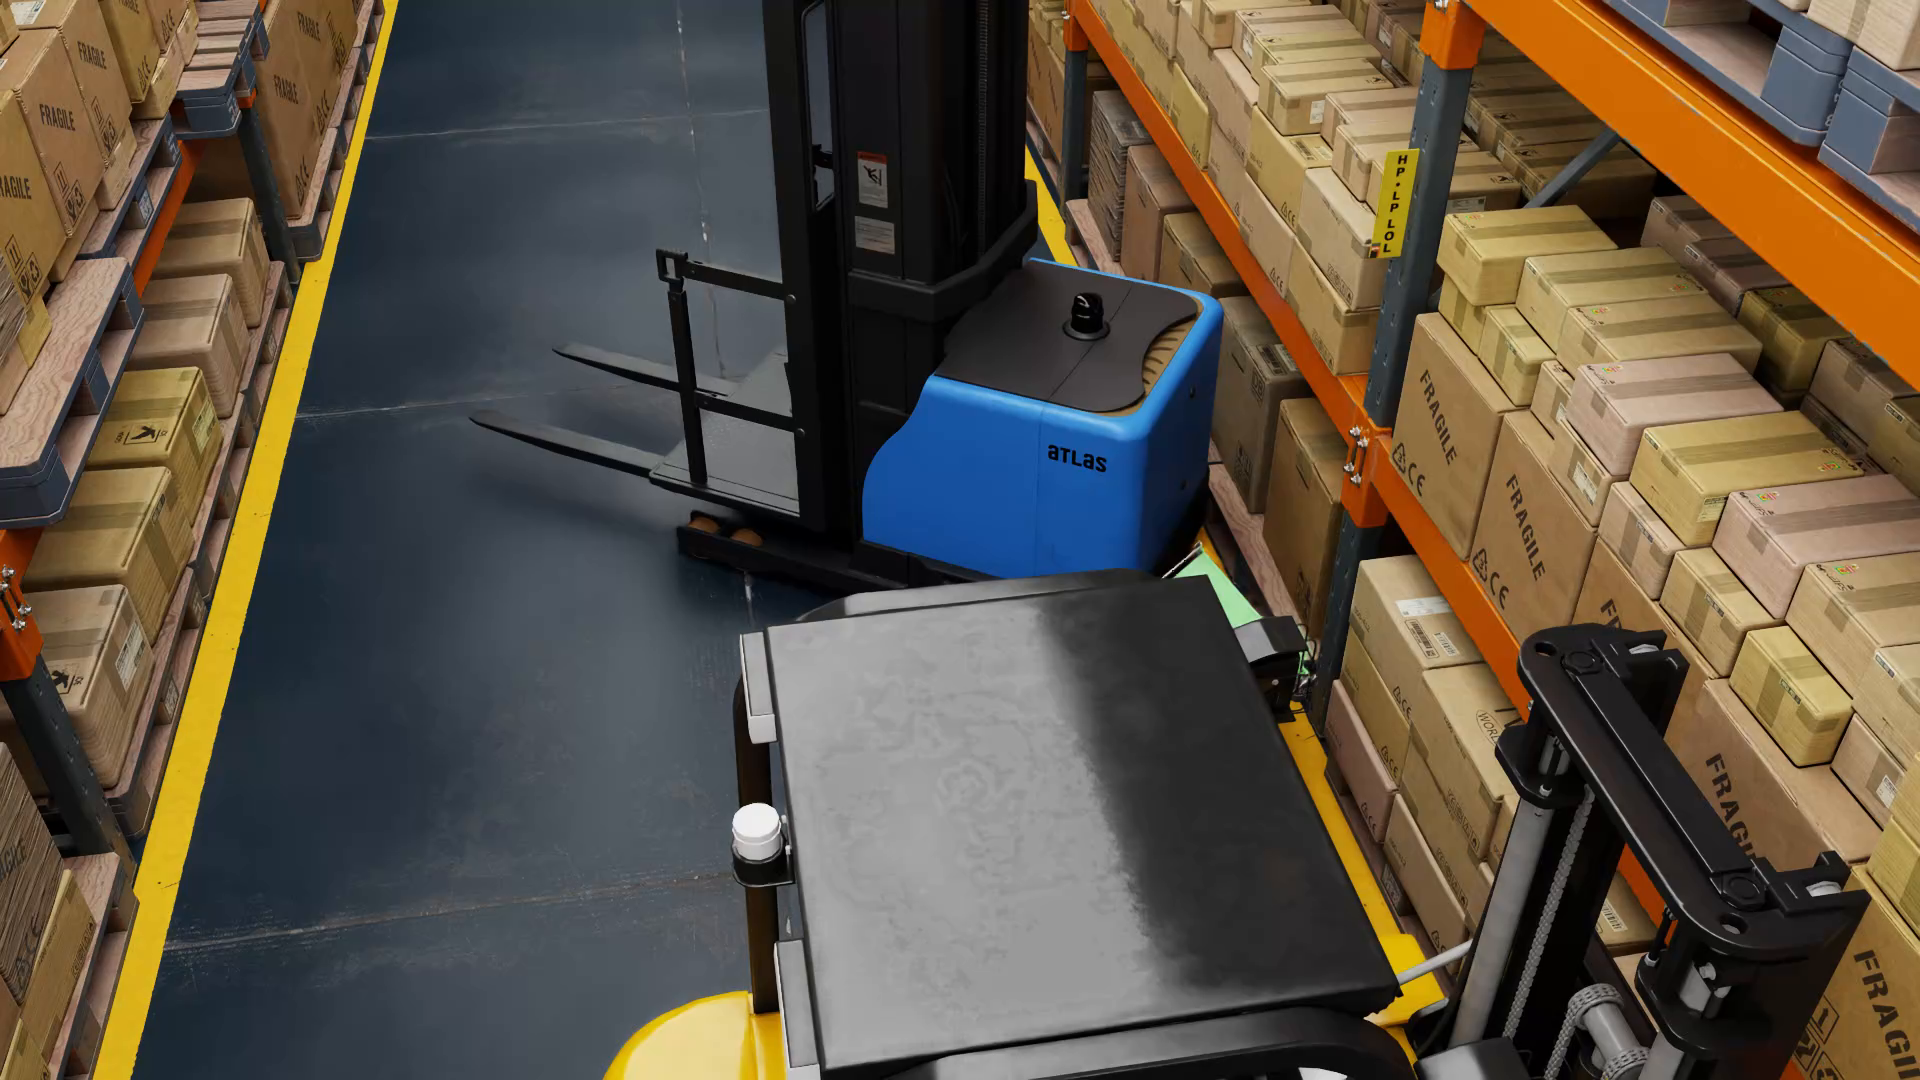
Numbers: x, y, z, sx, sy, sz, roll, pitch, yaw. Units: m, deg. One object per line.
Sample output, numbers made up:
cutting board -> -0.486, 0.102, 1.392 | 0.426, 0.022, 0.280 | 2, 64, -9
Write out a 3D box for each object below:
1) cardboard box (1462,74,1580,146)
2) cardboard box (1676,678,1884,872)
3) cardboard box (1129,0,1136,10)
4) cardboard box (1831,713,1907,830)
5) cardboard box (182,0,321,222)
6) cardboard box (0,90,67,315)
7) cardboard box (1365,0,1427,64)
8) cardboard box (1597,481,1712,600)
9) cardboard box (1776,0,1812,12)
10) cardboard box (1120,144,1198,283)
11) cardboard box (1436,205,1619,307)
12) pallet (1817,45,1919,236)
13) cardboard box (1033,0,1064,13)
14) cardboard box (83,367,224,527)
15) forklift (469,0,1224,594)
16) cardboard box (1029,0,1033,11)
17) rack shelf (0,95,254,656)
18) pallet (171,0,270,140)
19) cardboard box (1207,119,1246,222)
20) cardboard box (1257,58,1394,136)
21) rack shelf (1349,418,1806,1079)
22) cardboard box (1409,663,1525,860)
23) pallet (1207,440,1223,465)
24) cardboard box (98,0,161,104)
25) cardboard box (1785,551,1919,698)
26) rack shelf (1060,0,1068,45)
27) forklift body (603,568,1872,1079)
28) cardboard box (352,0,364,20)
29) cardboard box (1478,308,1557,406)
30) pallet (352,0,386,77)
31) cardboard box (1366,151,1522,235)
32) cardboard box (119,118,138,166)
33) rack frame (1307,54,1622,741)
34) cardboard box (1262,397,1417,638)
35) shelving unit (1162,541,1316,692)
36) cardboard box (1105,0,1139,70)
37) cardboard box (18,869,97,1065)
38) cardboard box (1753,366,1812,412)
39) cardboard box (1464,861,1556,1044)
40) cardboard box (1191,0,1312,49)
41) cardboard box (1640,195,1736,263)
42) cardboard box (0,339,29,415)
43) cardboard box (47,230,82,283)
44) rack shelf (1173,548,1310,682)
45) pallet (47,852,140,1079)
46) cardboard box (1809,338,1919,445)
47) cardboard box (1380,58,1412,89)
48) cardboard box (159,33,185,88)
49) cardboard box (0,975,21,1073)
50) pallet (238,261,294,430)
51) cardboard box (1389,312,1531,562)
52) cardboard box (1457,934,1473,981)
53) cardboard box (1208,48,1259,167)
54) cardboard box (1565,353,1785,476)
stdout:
cardboard box -> 1.854, -1.421, 5.524 | 0.380, 0.149, 0.250 | -6, 38, -8
cardboard box -> 1.828, 0.610, 3.438 | 0.500, 0.500, 0.500 | -6, 38, -8
cardboard box -> 0.965, -2.528, 7.274 | 0.500, 0.250, 0.500 | -5, 38, -7
cardboard box -> 1.903, 0.437, 3.132 | 0.380, 0.149, 0.250 | -6, 38, -8
cardboard box -> -3.884, -2.204, 8.531 | 0.875, 0.875, 0.875 | -7, 38, -8
cardboard box -> -3.032, -0.974, 4.893 | 0.500, 0.500, 0.500 | -6, 38, -8
cardboard box -> 1.721, -1.878, 6.112 | 0.380, 0.149, 0.250 | -7, 38, -8
cardboard box -> 1.674, -0.020, 3.720 | 0.380, 0.149, 0.250 | -7, 38, -8
cardboard box -> 1.657, -1.094, 3.049 | 0.380, 0.149, 0.250 | -5, 38, -7
cardboard box -> 1.260, -1.443, 7.756 | 0.875, 0.625, 0.625 | -5, 38, -6
cardboard box -> 1.507, -0.760, 4.430 | 0.380, 0.149, 0.250 | -5, 38, -7
pallet -> 2.128, -0.473, 2.541 | 1.003, 0.211, 1.213 | -6, 38, -8
cardboard box -> 0.624, -3.018, 9.357 | 0.380, 0.149, 0.250 | -7, 38, -9
cardboard box -> -3.491, -0.333, 6.534 | 0.950, 0.372, 0.625 | -5, 38, -6
forklift -> -0.570, -1.313, 6.051 | 3.031, 2.935, 1.130 | 15, 40, 19
cardboard box -> 0.584, -3.017, 9.884 | 0.500, 0.500, 0.500 | -5, 38, -6
rack shelf -> -3.494, -0.959, 6.126 | 1.077, 0.370, 4.000 | -6, 38, -8
pallet -> -3.615, -1.956, 6.979 | 1.213, 0.211, 1.003 | -6, 38, -8
cardboard box -> 1.246, -1.394, 6.222 | 0.500, 0.250, 0.500 | -6, 38, -8
cardboard box -> 1.233, -1.501, 5.627 | 0.380, 0.149, 0.250 | -7, 38, -9
rack shelf -> 2.093, 0.921, 3.706 | 1.077, 0.370, 4.000 | -6, 38, -8
cardboard box -> 1.598, 0.590, 4.630 | 0.500, 0.250, 0.500 | -6, 38, -8
pallet -> 1.358, -0.649, 7.414 | 1.003, 0.211, 1.213 | -6, 38, -8
cardboard box -> -3.300, -1.913, 6.102 | 0.500, 0.500, 0.500 | -9, 39, -11
cardboard box -> 1.872, 0.158, 3.248 | 0.380, 0.149, 0.250 | -6, 38, -8
rack shelf -> 0.691, -3.911, 9.926 | 1.077, 0.370, 4.000 | -6, 38, -8
forklift body -> 0.315, 1.231, 3.412 | 2.313, 2.155, 1.214 | -6, 38, -8
cardboard box -> -4.358, -3.828, 10.622 | 0.875, 0.875, 0.875 | -5, 38, -7
cardboard box -> 1.587, -0.490, 4.325 | 0.380, 0.149, 0.250 | -5, 38, -7
pallet -> -4.336, -3.308, 10.836 | 1.003, 0.211, 1.213 | -6, 38, -8
cardboard box -> 1.464, -1.049, 5.045 | 0.380, 0.149, 0.250 | -5, 38, -6
cardboard box -> -3.206, -1.418, 5.992 | 0.380, 0.149, 0.250 | -7, 38, -9
rack frame -> 1.743, -0.571, 5.040 | 1.000, 3.000, 0.127 | -6, 38, -8
cardboard box -> 1.640, -0.113, 6.044 | 0.875, 0.625, 0.625 | -5, 38, -6
shelving unit -> 0.833, 0.338, 5.310 | 0.258, 1.200, 0.503 | -40, 80, 2
cardboard box -> 0.962, -2.329, 7.426 | 0.500, 0.250, 0.500 | -7, 38, -9
cardboard box -> -2.775, 1.213, 4.642 | 0.500, 0.250, 0.500 | -5, 38, -6
cardboard box -> 2.168, -0.392, 4.199 | 0.380, 0.149, 0.250 | -5, 38, -7
cardboard box -> 1.691, 1.086, 4.399 | 0.500, 0.250, 0.500 | -7, 38, -8
cardboard box -> 1.088, -1.970, 6.230 | 0.380, 0.149, 0.250 | -7, 38, -9
cardboard box -> 2.096, -0.824, 4.513 | 0.380, 0.149, 0.250 | -6, 38, -8
cardboard box -> -2.929, -0.469, 4.772 | 0.380, 0.149, 0.250 | -6, 38, -7
cardboard box -> -3.093, -0.944, 5.383 | 0.380, 0.149, 0.250 | -6, 38, -7
rack shelf -> 0.777, 0.291, 4.901 | 0.258, 0.148, 0.480 | -40, 80, 2
pallet -> -2.991, 1.468, 4.688 | 1.003, 0.211, 1.213 | -6, 38, -8
cardboard box -> 2.264, -0.365, 3.922 | 0.380, 0.149, 0.250 | -7, 38, -9
cardboard box -> 1.749, -1.659, 6.156 | 0.500, 0.250, 0.500 | -7, 38, -9
cardboard box -> -3.313, -1.891, 6.601 | 0.380, 0.149, 0.250 | -8, 39, -10
cardboard box -> -2.685, 1.224, 4.017 | 0.500, 0.500, 0.500 | -6, 38, -7
pallet -> -3.709, -0.878, 7.708 | 1.003, 0.211, 1.213 | -6, 38, -8
cardboard box -> 1.563, -0.315, 4.628 | 0.500, 0.500, 0.500 | -7, 38, -9
cardboard box -> 1.711, 1.290, 4.543 | 0.500, 0.250, 0.500 | -6, 38, -7
cardboard box -> 1.224, -1.598, 6.076 | 0.500, 0.250, 0.500 | -6, 38, -7
cardboard box -> 1.639, -0.292, 3.828 | 0.380, 0.149, 0.250 | -5, 38, -7
